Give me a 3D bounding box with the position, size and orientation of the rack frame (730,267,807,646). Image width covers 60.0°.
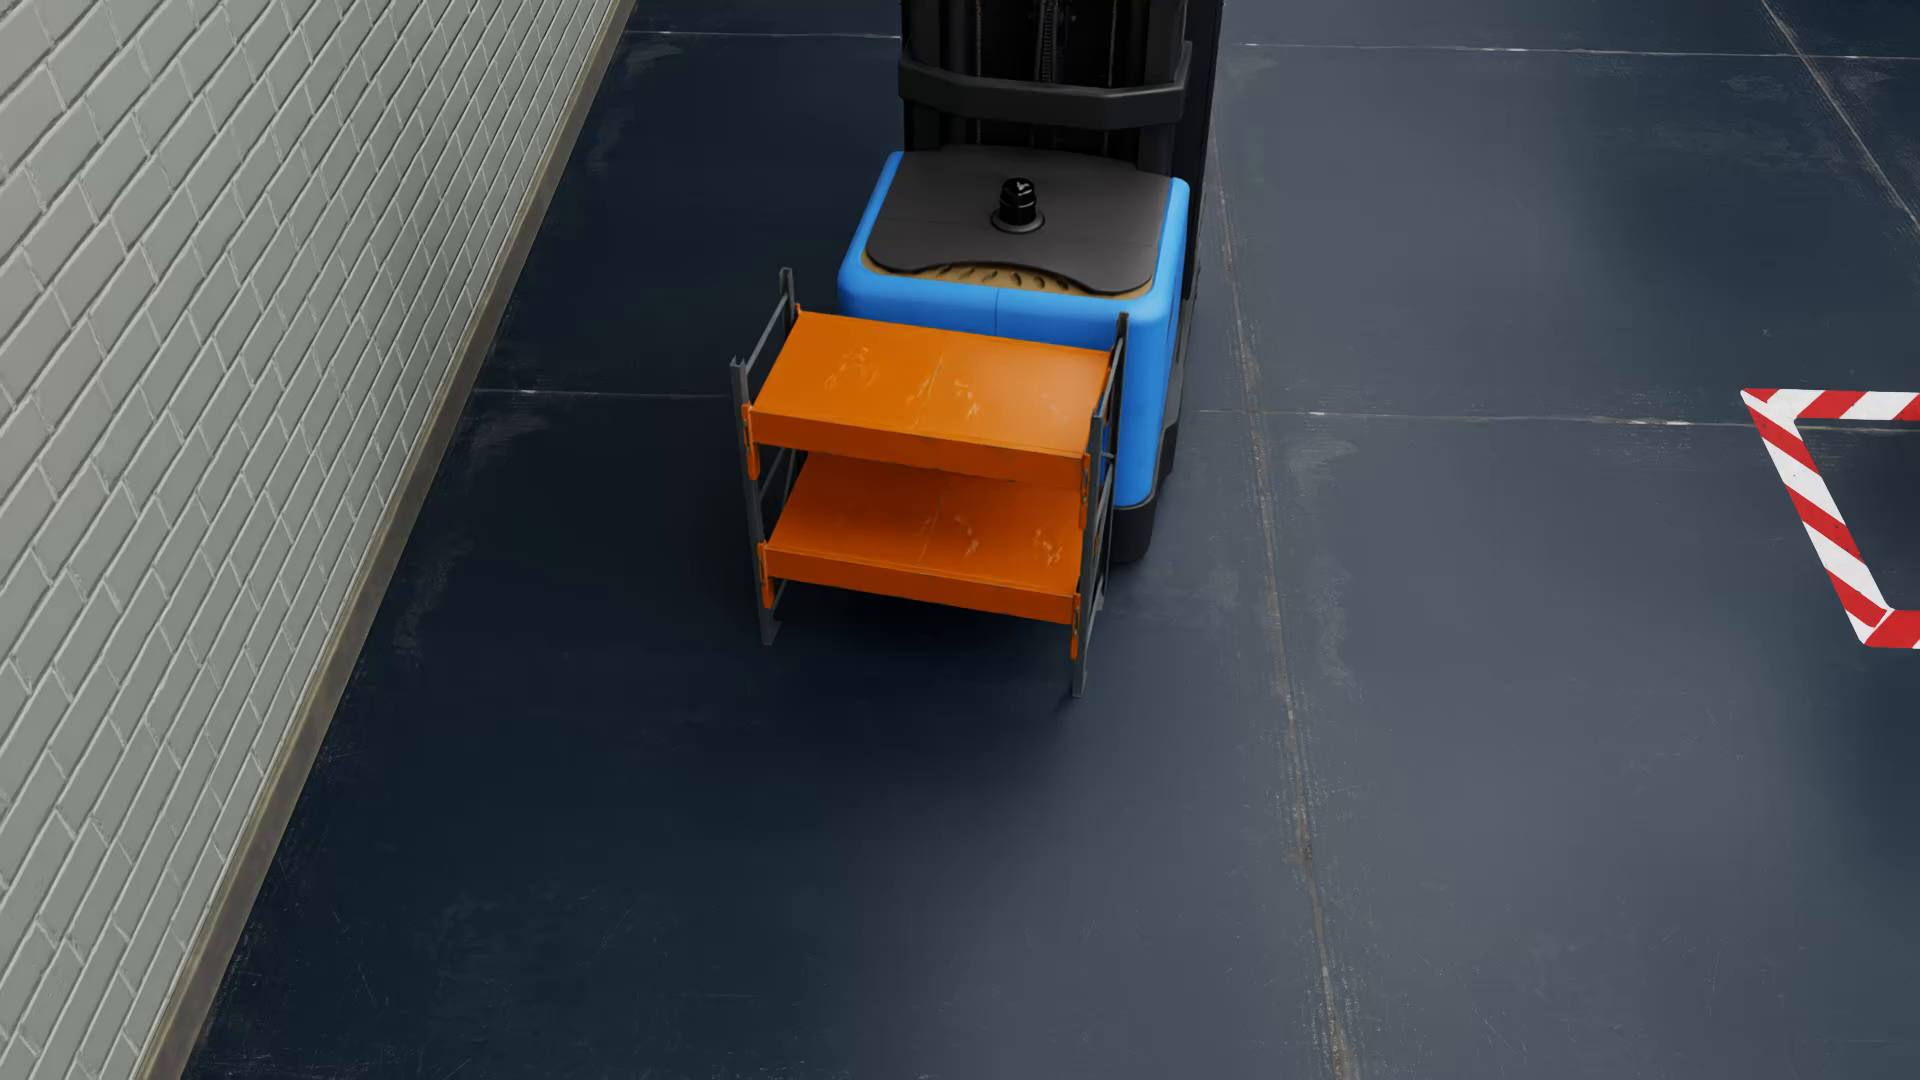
[{"bbox_3d":[-0.571,-0.237,5.179,0.032,1.125,0.500,9,44,9],"label":"rack frame"}]

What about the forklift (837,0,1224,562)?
[{"bbox_3d":[0.387,-2.013,5.761,1.130,2.935,3.031,7,43,8],"label":"forklift"}]

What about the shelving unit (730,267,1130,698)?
[{"bbox_3d":[-0.075,-0.160,5.097,1.048,1.125,0.538,9,44,9],"label":"shelving unit"}]

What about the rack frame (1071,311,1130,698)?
[{"bbox_3d":[0.421,-0.084,5.014,0.032,1.125,0.500,9,44,9],"label":"rack frame"}]

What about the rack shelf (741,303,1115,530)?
[{"bbox_3d":[-0.075,-0.374,4.897,1.000,0.278,0.538,9,44,9],"label":"rack shelf"}]

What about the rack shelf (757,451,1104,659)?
[{"bbox_3d":[-0.075,0.019,5.263,1.000,0.278,0.538,9,44,9],"label":"rack shelf"}]
